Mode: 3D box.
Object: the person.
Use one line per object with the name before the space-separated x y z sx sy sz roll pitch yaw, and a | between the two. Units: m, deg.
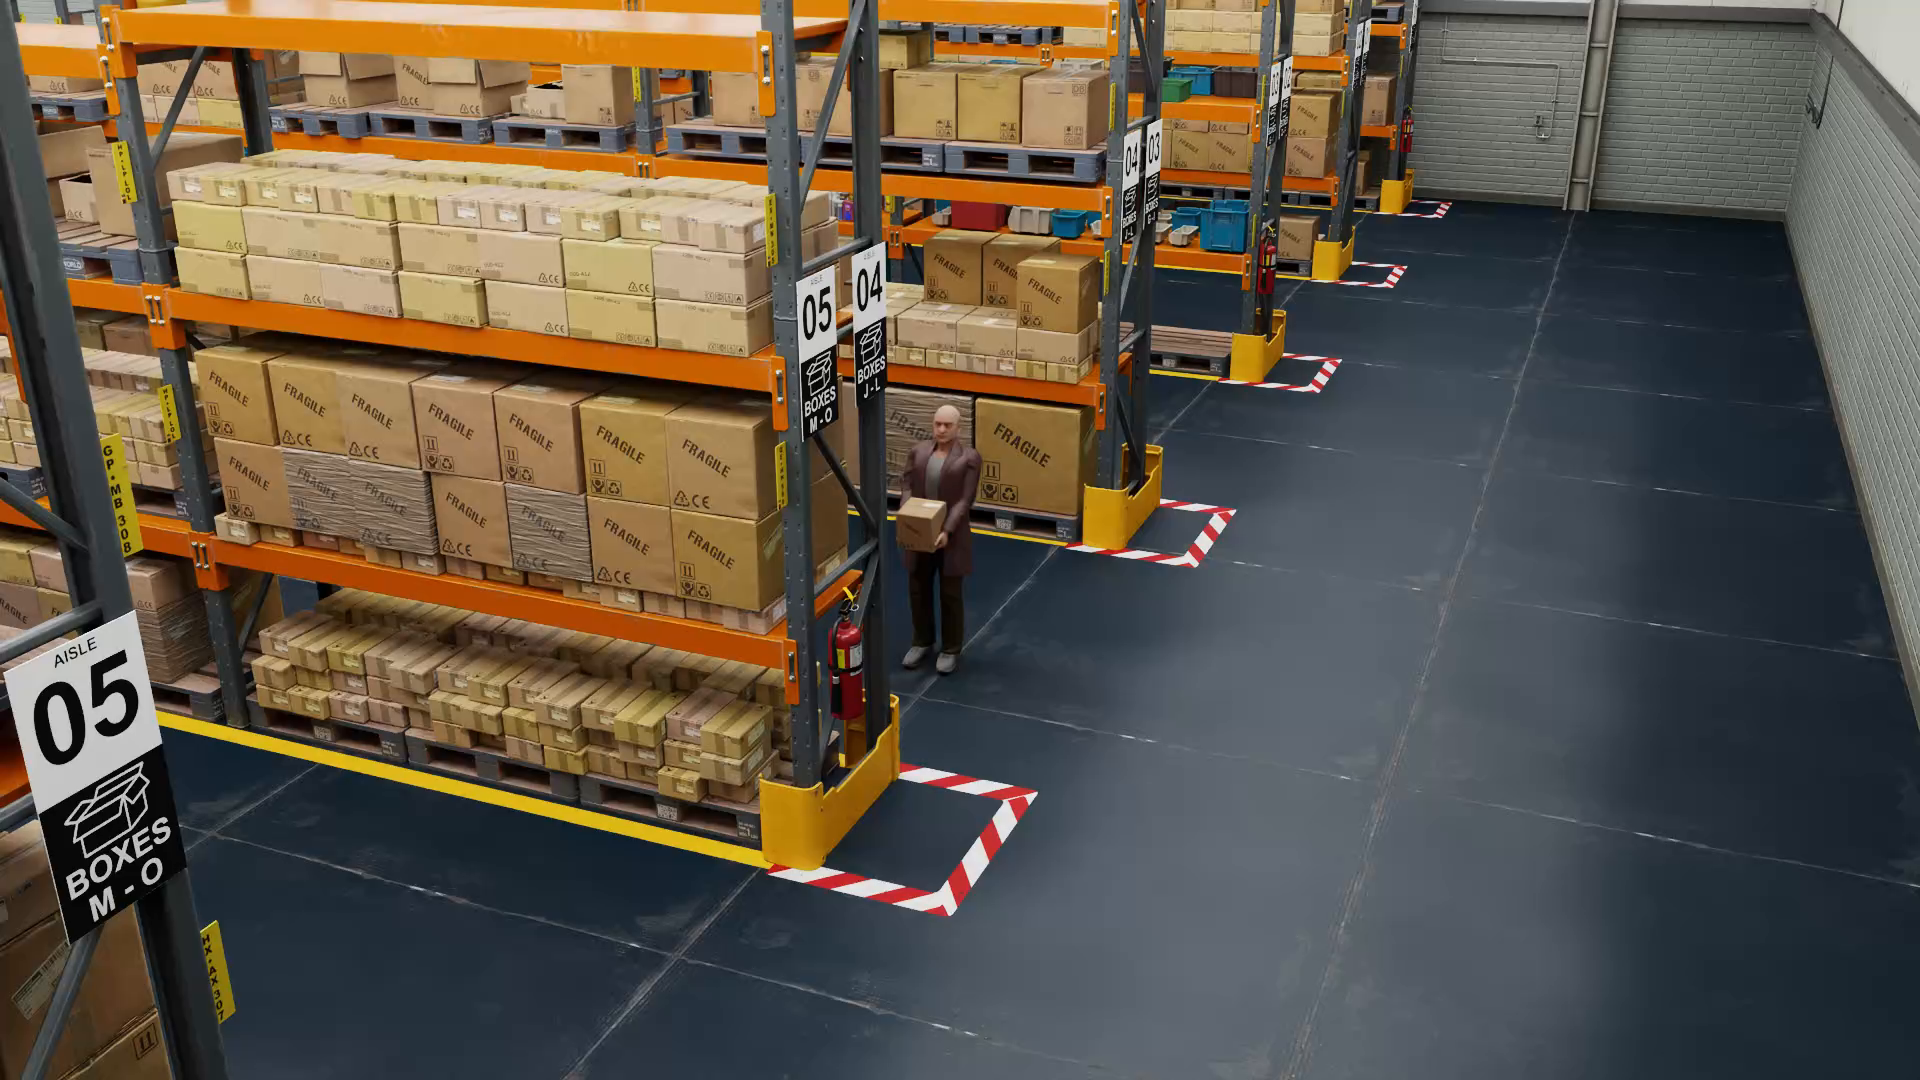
person | -0.165 0.012 10.941 0.527 1.769 0.563 9 24 20
